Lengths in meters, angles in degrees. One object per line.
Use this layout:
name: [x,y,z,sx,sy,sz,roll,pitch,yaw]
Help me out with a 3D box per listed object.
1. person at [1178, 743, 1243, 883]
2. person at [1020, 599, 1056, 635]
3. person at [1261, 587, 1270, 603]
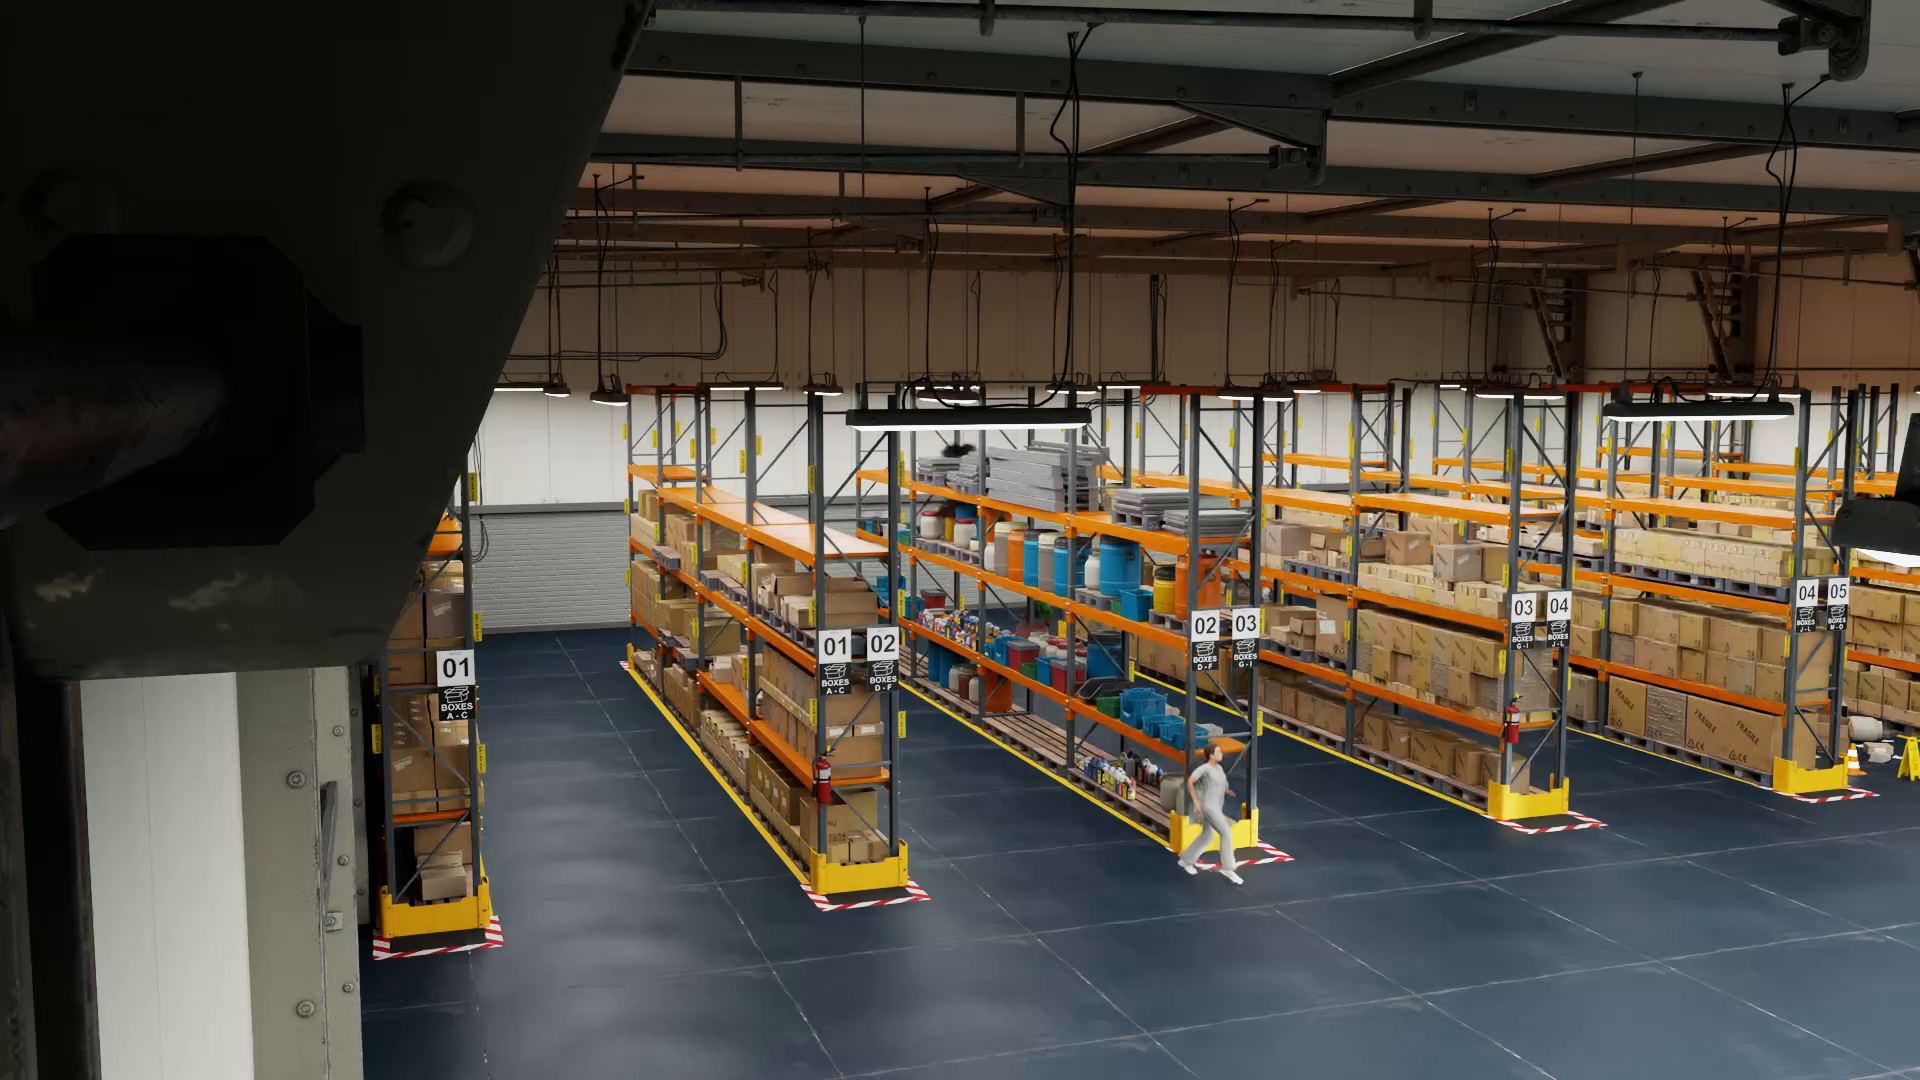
person: [3.173,3.360,20.700,0.862,1.664,0.575,3,7,28]
person: [1.877,1.397,39.601,0.838,1.748,0.660,-1,6,-11]
person: [7.711,1.095,41.986,0.864,1.827,0.669,-6,8,-44]
